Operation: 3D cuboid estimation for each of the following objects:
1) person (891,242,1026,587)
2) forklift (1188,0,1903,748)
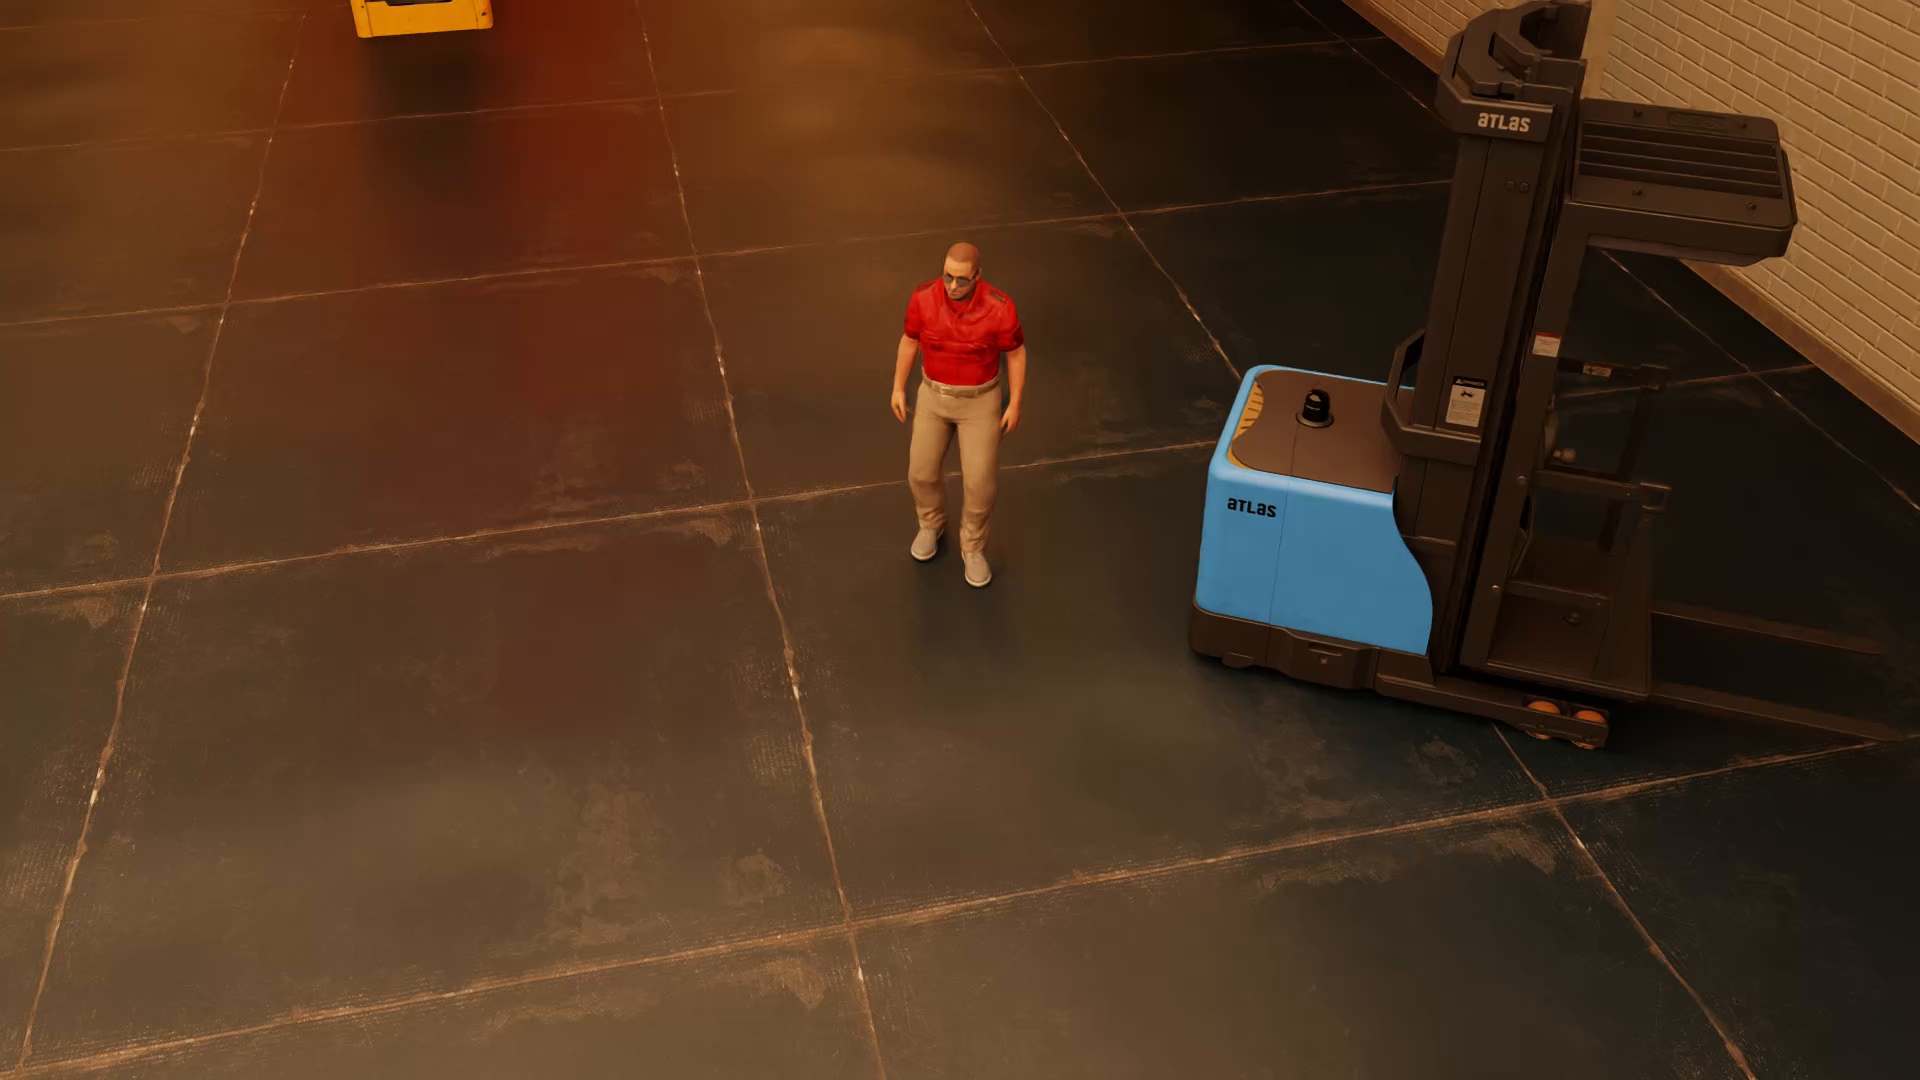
[{"bbox_3d":[-0.036,-0.624,7.962,0.637,1.711,0.504,10,37,13],"label":"person"},{"bbox_3d":[2.642,-0.627,6.921,3.031,2.935,1.130,11,37,15],"label":"forklift"}]
